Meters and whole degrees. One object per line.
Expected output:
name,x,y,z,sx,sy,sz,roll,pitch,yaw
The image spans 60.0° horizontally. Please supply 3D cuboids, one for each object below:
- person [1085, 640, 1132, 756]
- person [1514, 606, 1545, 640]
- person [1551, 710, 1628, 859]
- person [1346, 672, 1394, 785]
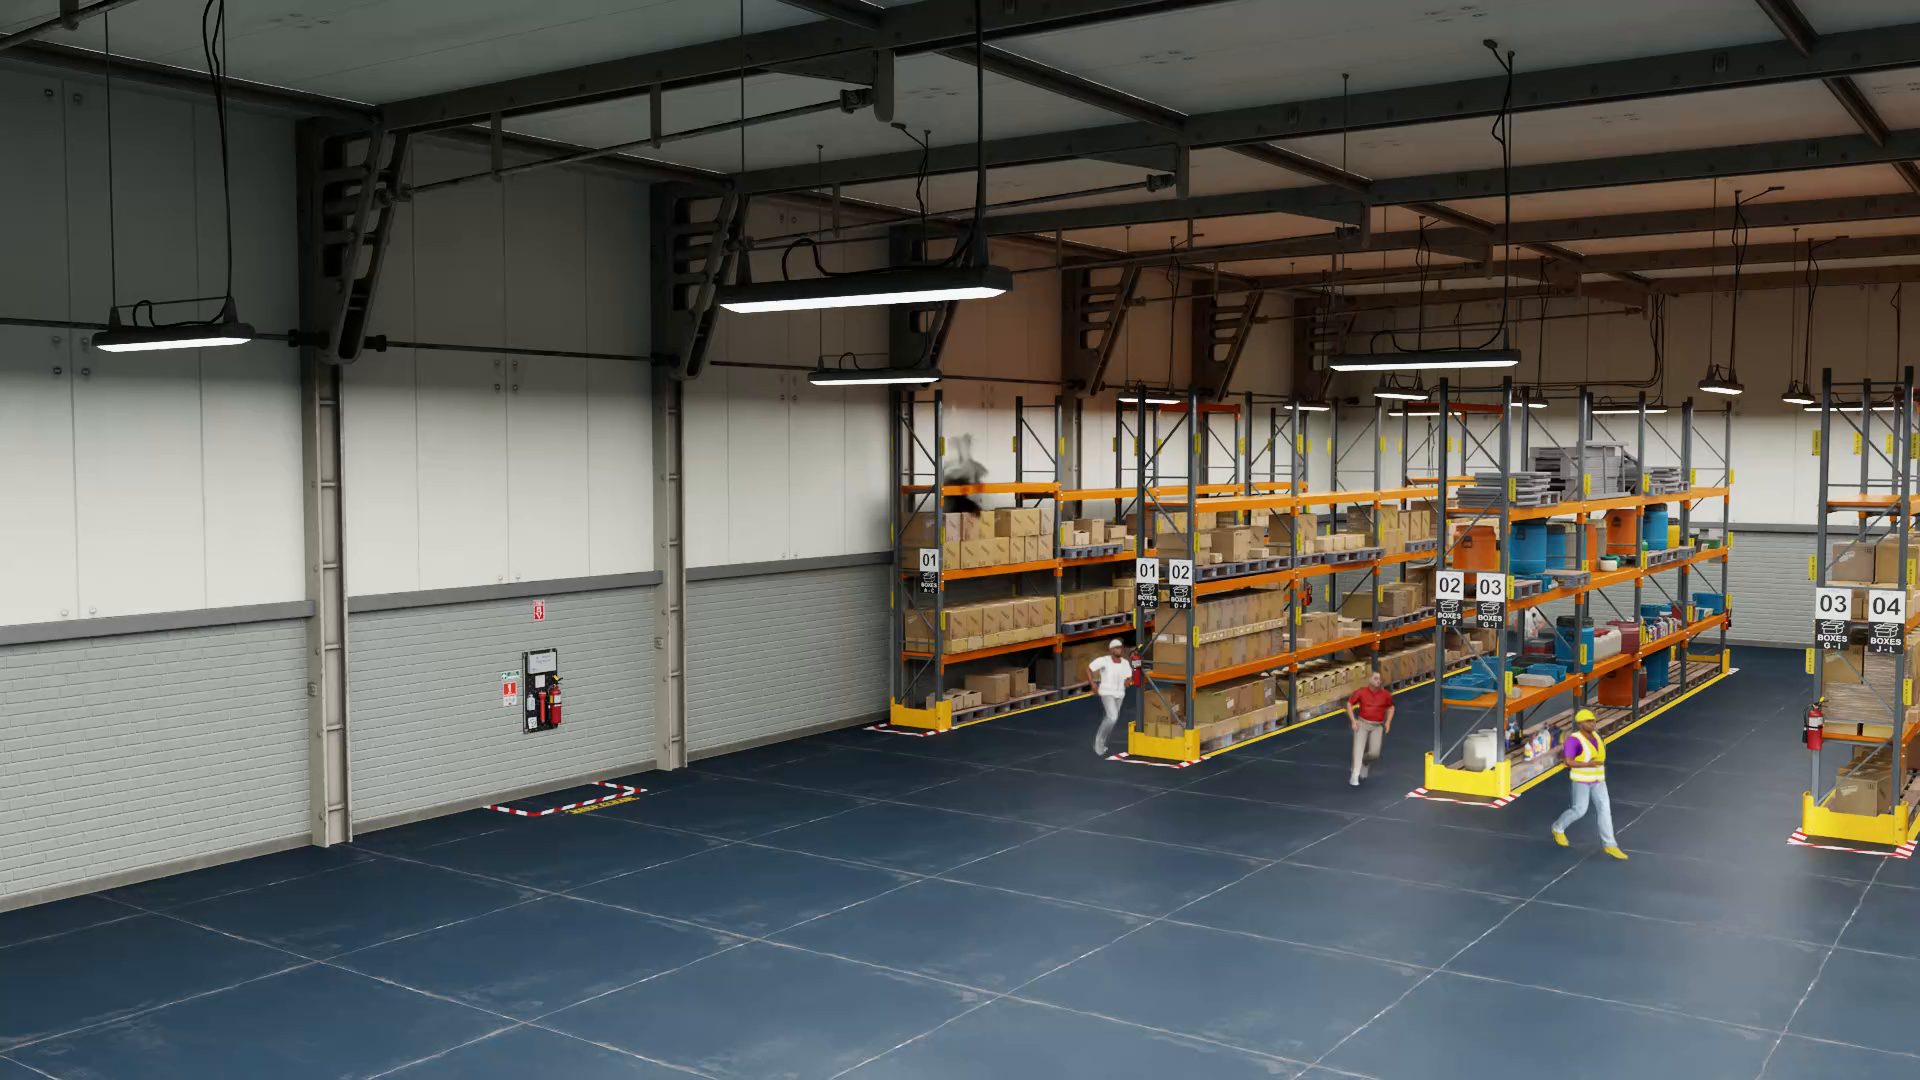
person,2.360,2.425,25.641,0.699,1.774,0.570,-2,4,-32
person,12.444,2.080,36.399,0.675,1.764,0.729,2,4,32
person,7.713,2.949,20.358,0.709,1.738,1.036,-1,4,-24
person,6.094,2.794,24.673,0.716,1.679,0.544,0,3,7
